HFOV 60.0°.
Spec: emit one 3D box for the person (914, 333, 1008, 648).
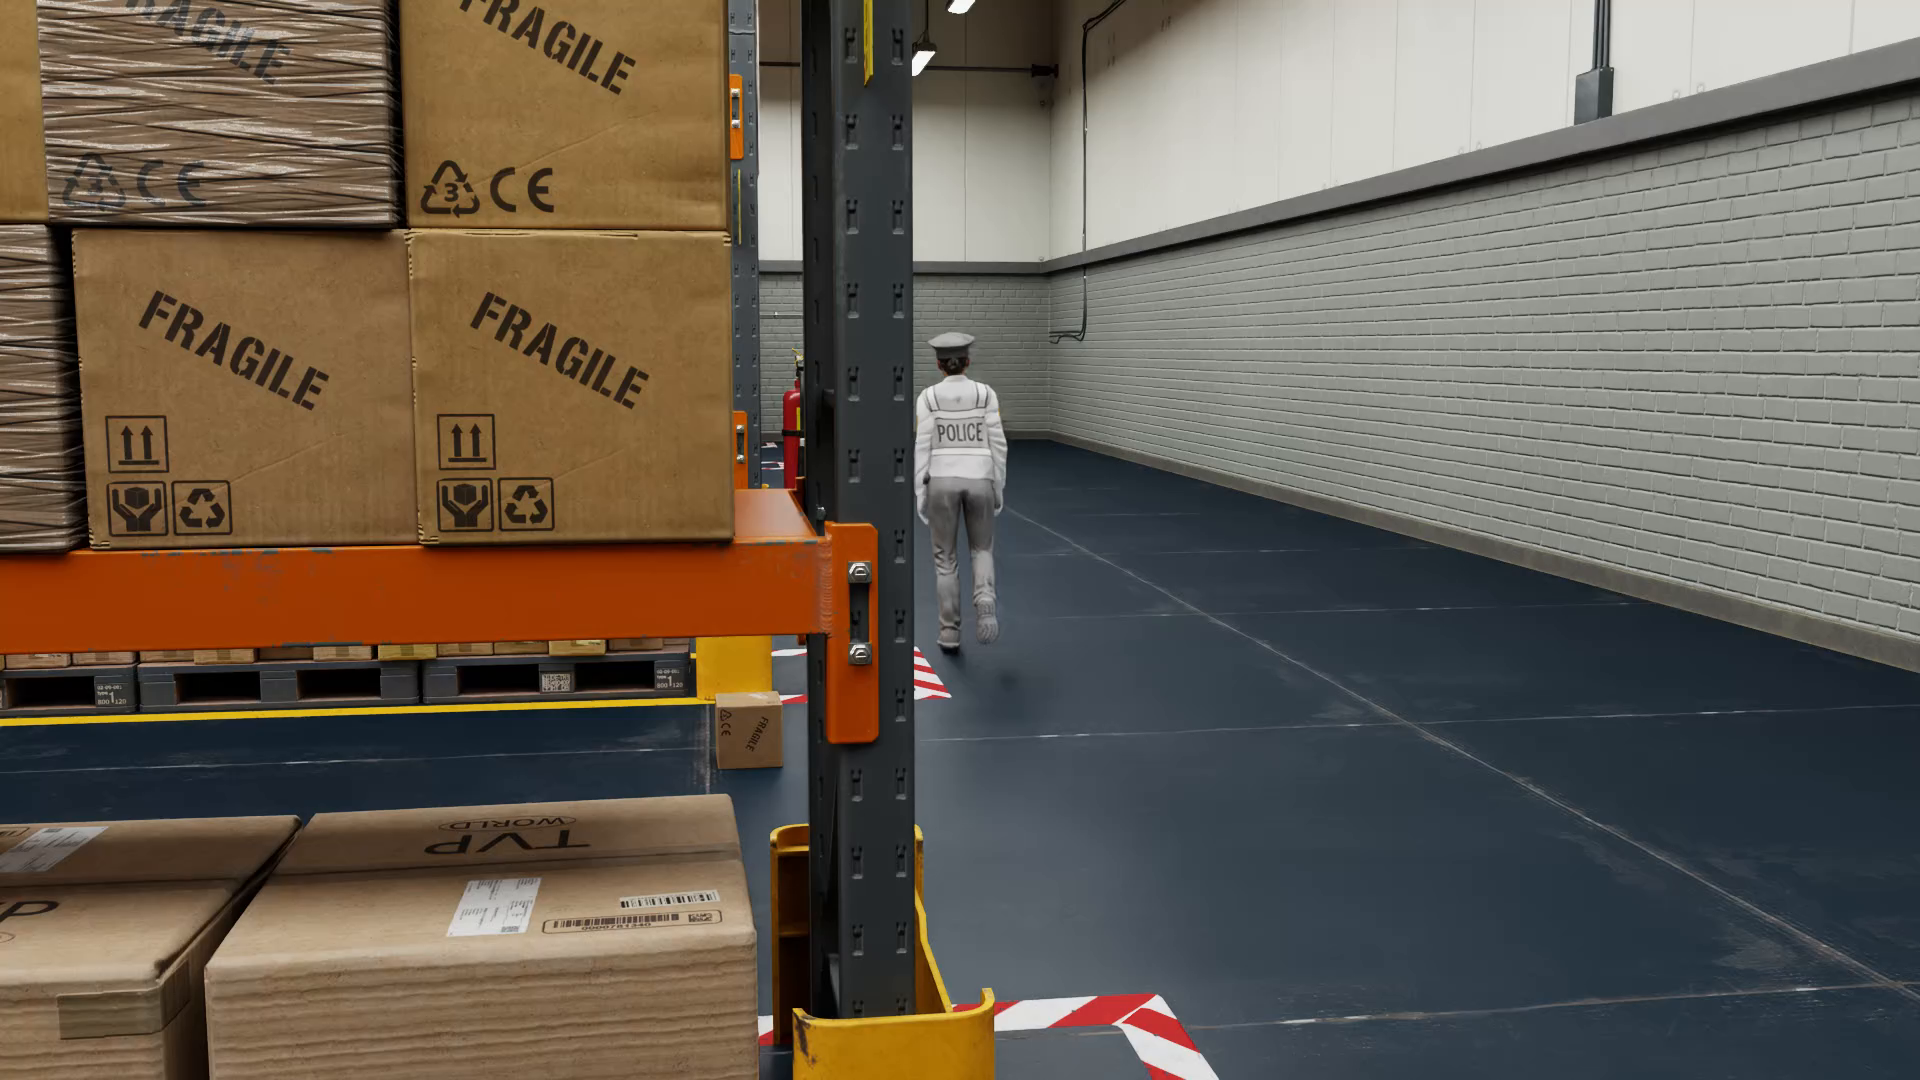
[{"bbox_3d":[0.008,-0.251,8.738,0.505,1.668,0.531,-1,7,-8],"label":"person"}]
